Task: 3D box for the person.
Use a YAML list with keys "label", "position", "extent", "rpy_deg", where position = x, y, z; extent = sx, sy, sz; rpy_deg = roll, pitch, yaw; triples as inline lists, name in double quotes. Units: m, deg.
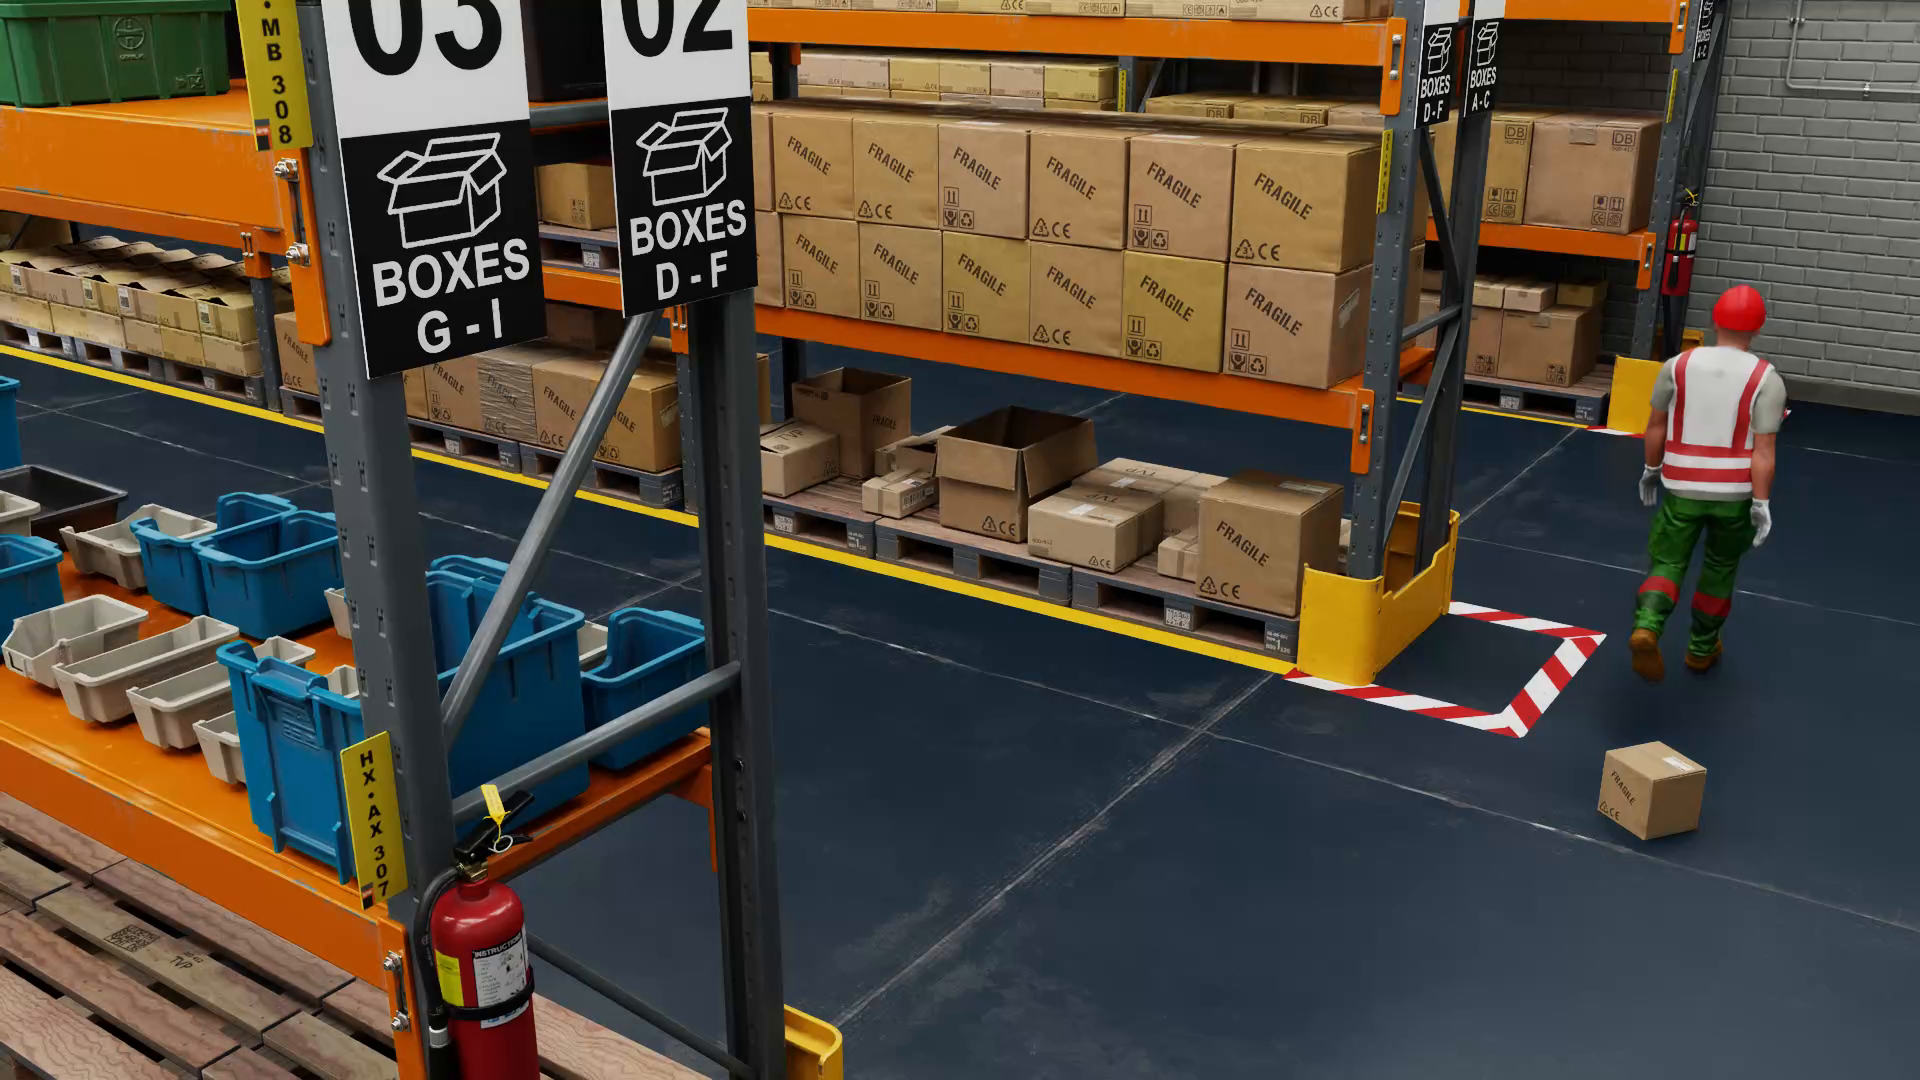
- label: "person"
  position: [3.194, -0.213, 7.144]
  extent: [0.575, 1.754, 0.858]
  rpy_deg: [12, 23, 31]
